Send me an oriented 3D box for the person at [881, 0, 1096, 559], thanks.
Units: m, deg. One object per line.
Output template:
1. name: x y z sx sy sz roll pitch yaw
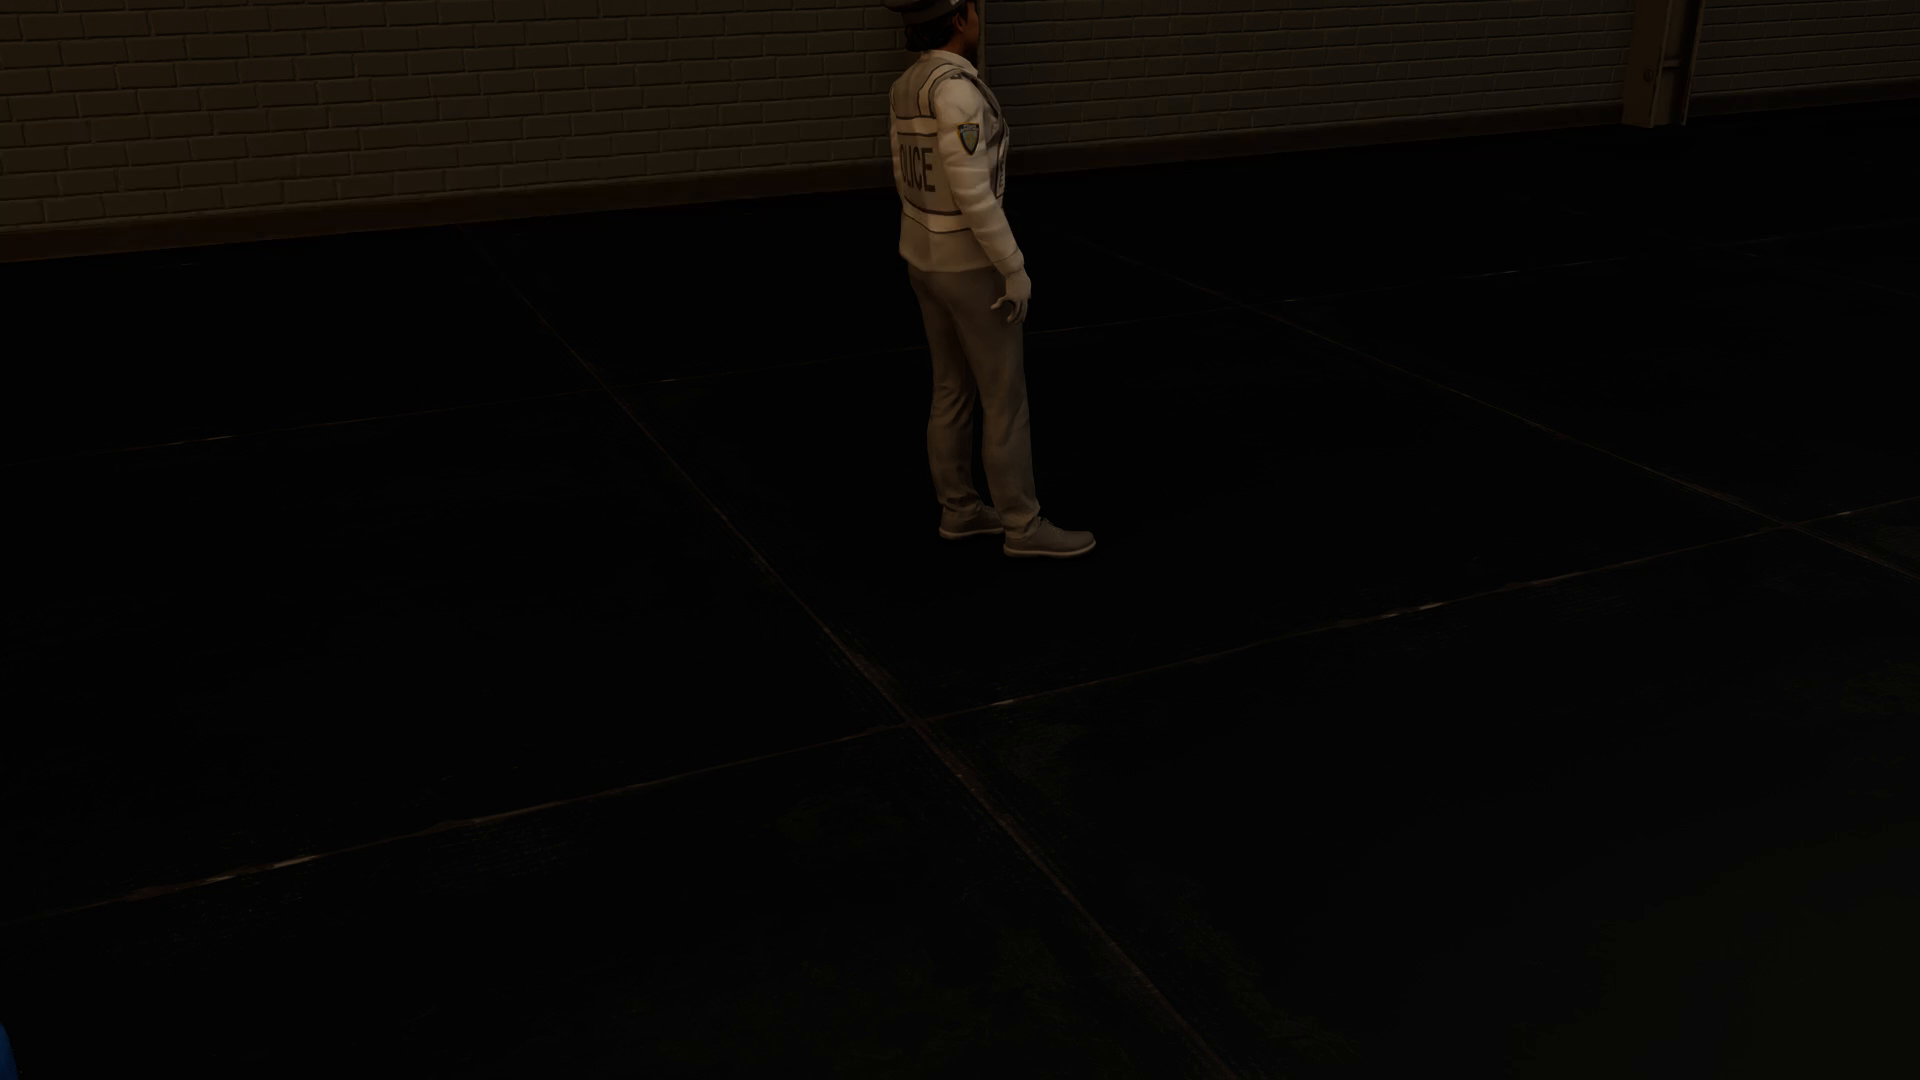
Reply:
1. person: 0.065 -0.798 4.800 0.530 1.694 0.586 -10 25 -23
